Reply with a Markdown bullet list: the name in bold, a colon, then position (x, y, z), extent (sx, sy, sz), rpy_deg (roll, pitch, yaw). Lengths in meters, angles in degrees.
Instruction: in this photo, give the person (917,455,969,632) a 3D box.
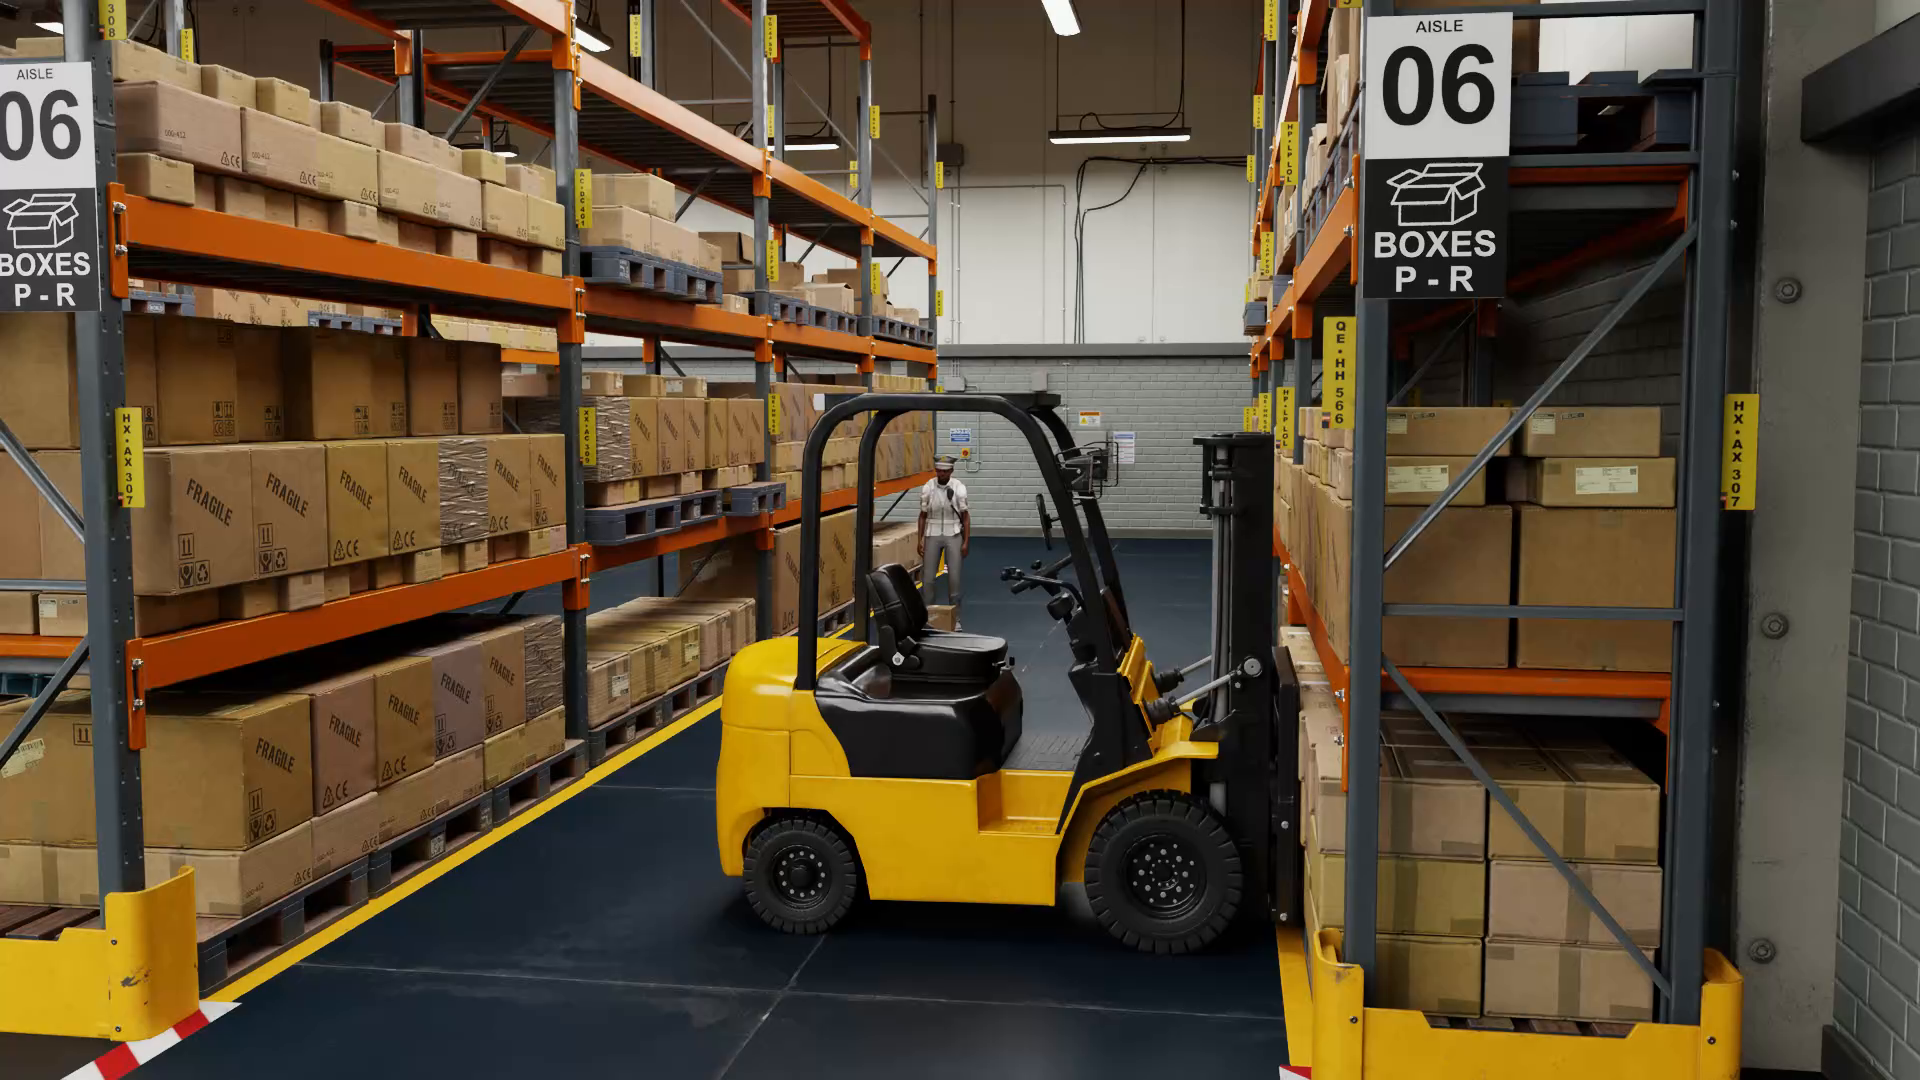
- **person**: position (-0.165, 0.025, 15.602), extent (0.503, 1.656, 0.397), rpy_deg (1, 5, 9)
